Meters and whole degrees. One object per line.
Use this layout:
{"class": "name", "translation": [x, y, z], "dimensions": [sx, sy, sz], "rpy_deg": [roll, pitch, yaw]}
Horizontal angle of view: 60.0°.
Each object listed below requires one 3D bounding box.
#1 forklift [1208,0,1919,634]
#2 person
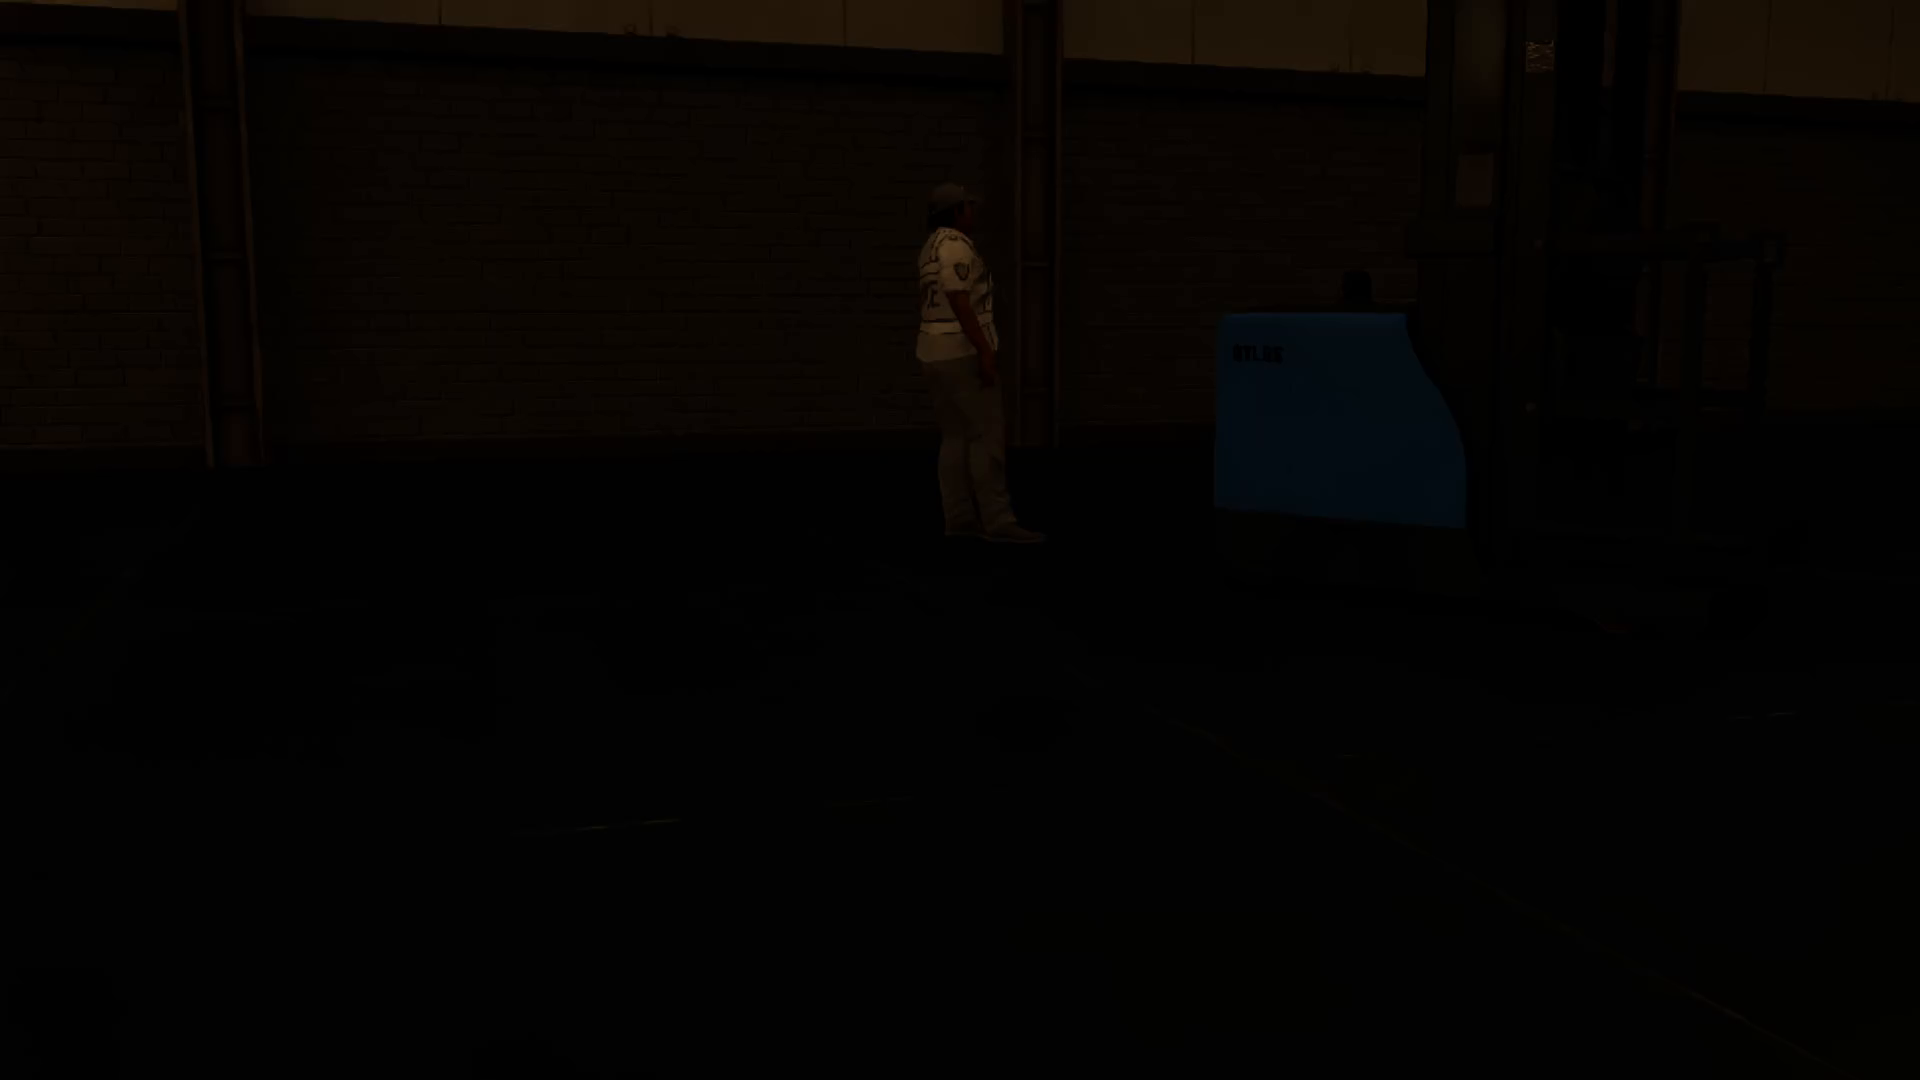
{"class": "forklift", "translation": [2.464, -1.202, 5.882], "dimensions": [3.031, 2.935, 1.130], "rpy_deg": [6, 10, 37]}
{"class": "person", "translation": [0.080, -0.824, 7.815], "dimensions": [0.529, 1.650, 0.598], "rpy_deg": [-3, 8, -18]}
